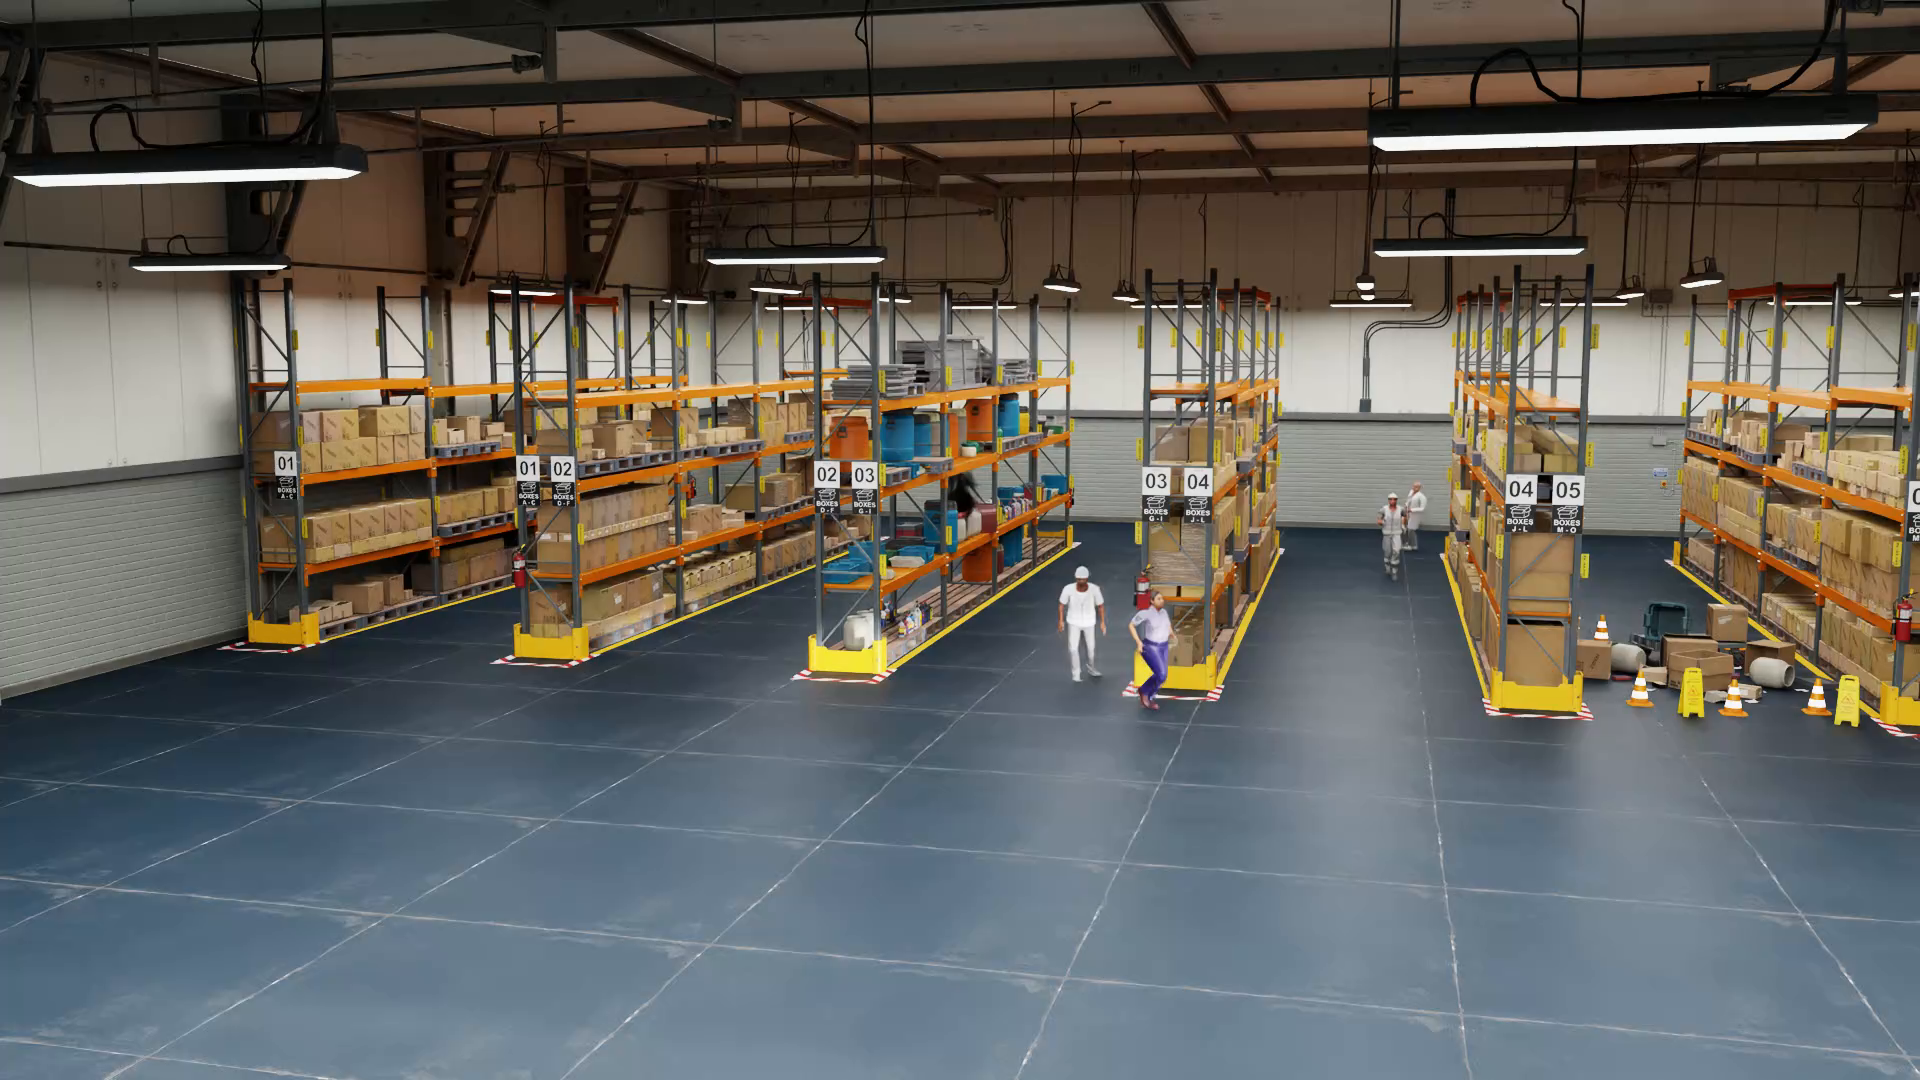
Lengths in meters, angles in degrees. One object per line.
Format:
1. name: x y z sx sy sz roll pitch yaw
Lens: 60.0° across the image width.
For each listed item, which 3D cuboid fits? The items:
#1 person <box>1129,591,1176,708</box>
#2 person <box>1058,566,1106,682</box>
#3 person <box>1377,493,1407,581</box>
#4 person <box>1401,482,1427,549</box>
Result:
1. person: 2.675 1.511 22.550 0.587 1.595 0.610 -6 9 -40
2. person: 1.795 1.233 24.553 0.696 1.744 0.728 0 7 -2
3. person: 9.109 -0.086 35.103 0.605 1.840 0.816 2 7 17
4. person: 10.722 -0.547 39.340 0.692 1.708 0.866 -3 8 -26
